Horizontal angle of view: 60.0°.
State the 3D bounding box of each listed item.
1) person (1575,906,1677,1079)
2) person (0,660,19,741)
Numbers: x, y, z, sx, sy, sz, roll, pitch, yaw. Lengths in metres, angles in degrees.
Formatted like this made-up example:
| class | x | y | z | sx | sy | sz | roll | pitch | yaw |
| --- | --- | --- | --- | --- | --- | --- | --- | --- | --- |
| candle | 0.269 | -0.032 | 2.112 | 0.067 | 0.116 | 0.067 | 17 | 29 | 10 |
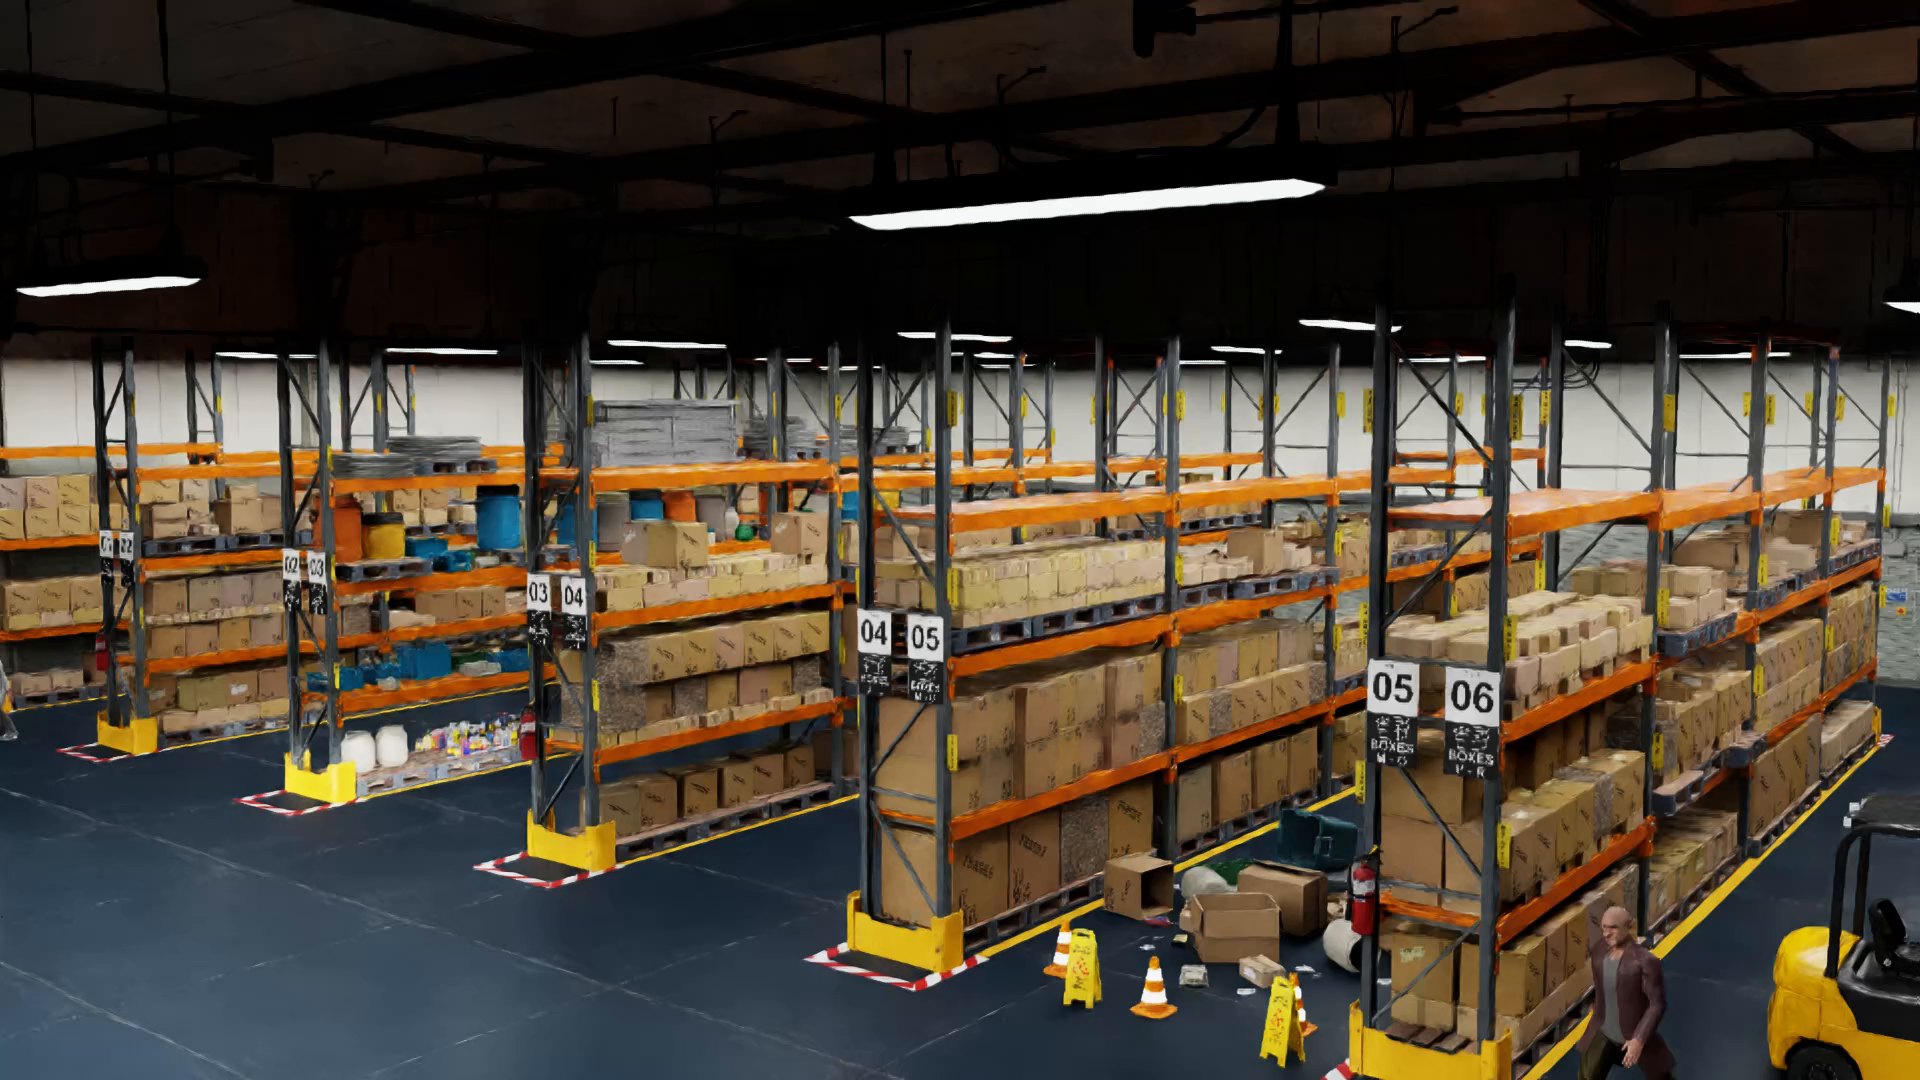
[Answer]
| class | x | y | z | sx | sy | sz | roll | pitch | yaw |
| --- | --- | --- | --- | --- | --- | --- | --- | --- | --- |
| person | 4.619 | 3.326 | 11.198 | 0.832 | 1.728 | 0.819 | -4 | 6 | -38 |
| person | -14.162 | 2.274 | 24.375 | 0.451 | 1.538 | 0.880 | 1 | 5 | 14 |
